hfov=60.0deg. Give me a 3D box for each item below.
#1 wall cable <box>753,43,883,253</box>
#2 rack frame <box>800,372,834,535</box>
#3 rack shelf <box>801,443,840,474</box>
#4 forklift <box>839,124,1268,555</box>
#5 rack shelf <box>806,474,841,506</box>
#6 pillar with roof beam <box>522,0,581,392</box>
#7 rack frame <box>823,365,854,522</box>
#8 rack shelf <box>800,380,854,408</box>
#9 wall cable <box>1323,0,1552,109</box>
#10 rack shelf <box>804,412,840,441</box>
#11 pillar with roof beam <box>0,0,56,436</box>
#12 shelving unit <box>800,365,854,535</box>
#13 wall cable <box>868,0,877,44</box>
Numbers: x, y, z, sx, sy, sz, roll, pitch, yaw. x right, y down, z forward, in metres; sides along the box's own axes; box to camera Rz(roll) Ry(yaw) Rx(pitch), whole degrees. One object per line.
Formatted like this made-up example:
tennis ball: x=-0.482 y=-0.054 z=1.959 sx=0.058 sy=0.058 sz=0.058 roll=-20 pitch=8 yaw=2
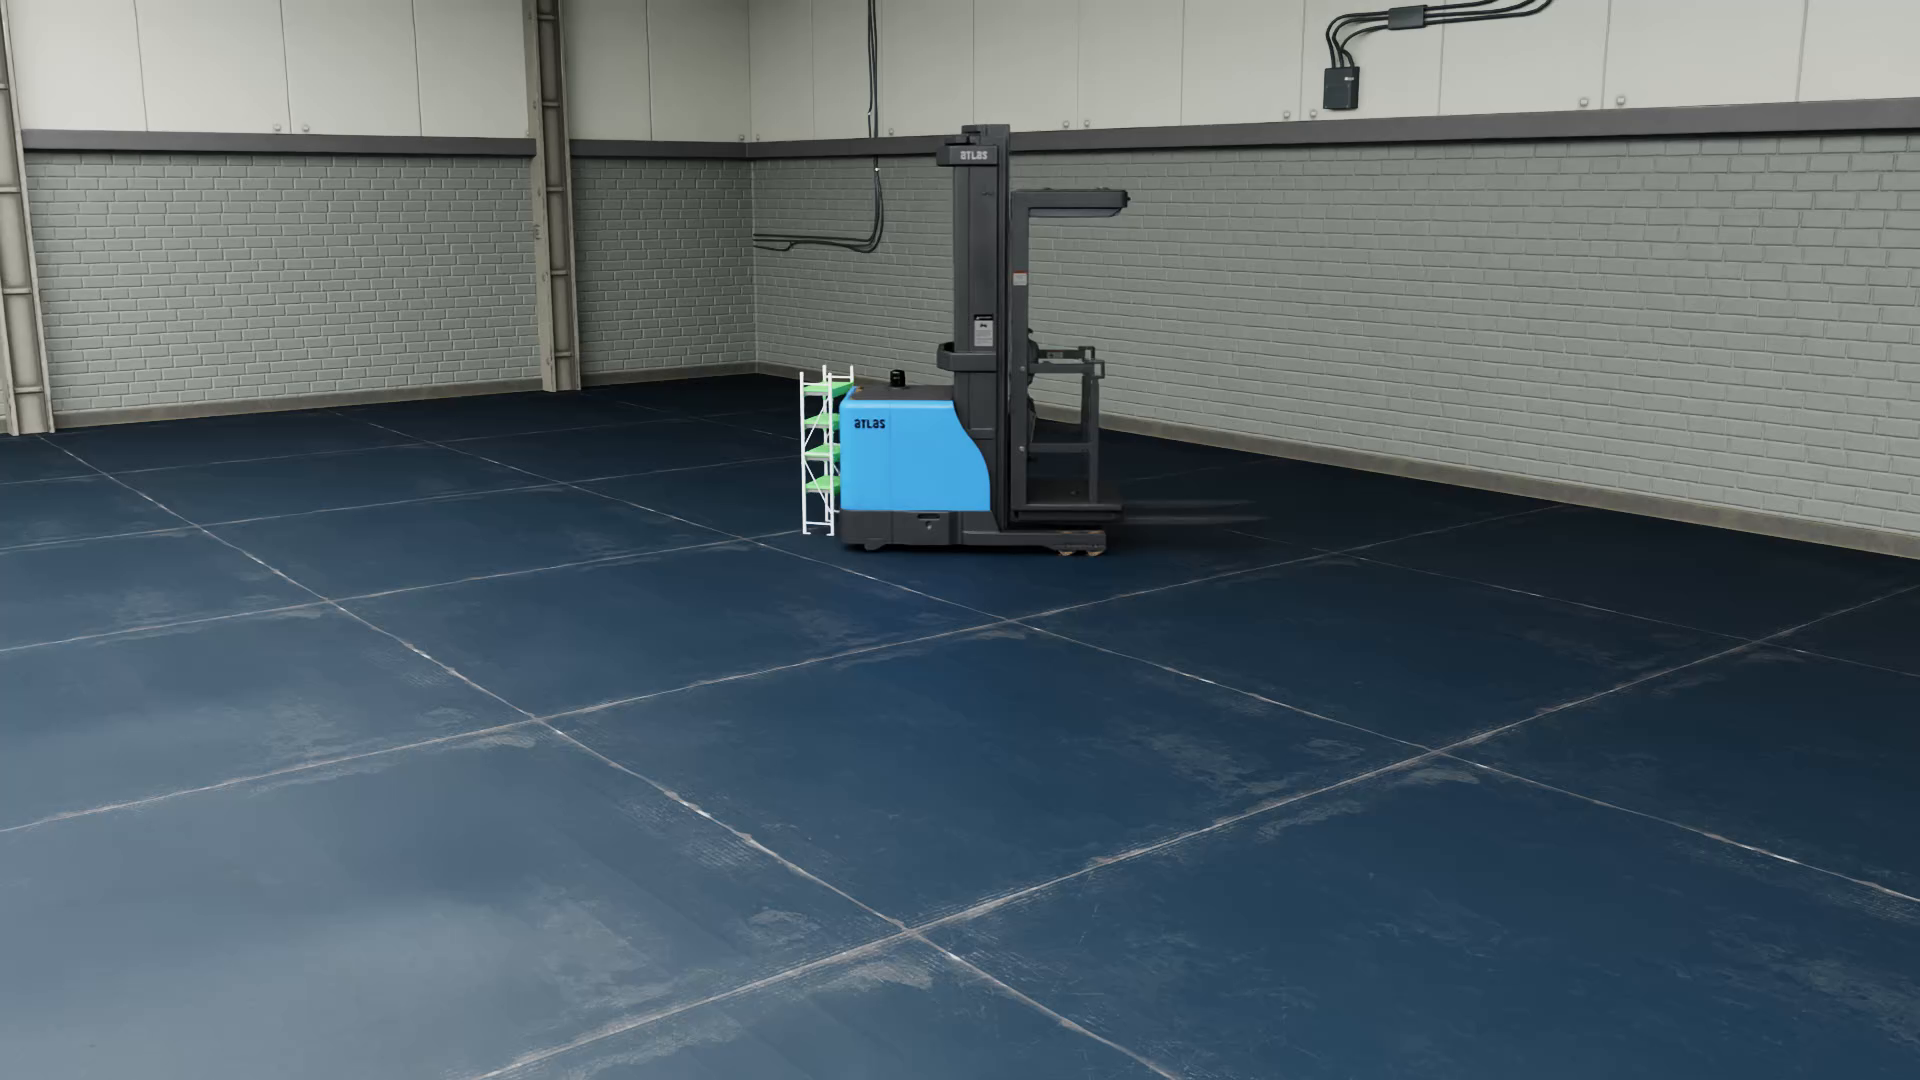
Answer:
wall cable: x=-1.932 y=-4.960 z=21.296 sx=0.112 sy=2.526 sz=3.097 roll=-9 pitch=15 yaw=-38
rack frame: x=-1.047 y=-0.628 z=12.199 sx=0.240 sy=1.200 sz=0.015 roll=3 pitch=12 yaw=15
rack shelf: x=-0.982 y=-0.615 z=12.442 sx=0.258 sy=0.148 sz=0.480 roll=3 pitch=12 yaw=15
forklift: x=0.669 y=-1.439 z=11.848 sx=3.031 sy=2.935 sz=1.130 roll=0 pitch=12 yaw=1
rack shelf: x=-0.982 y=-0.380 z=12.492 sx=0.258 sy=0.148 sz=0.480 roll=3 pitch=12 yaw=15
pillar with roof beam: x=-2.369 y=-5.612 z=16.895 sx=0.400 sy=9.000 sz=9.100 roll=-9 pitch=15 yaw=-38
rack frame: x=-0.918 y=-0.726 z=12.659 sx=0.240 sy=1.200 sz=0.015 roll=3 pitch=12 yaw=15
rack shelf: x=-0.982 y=-1.084 z=12.343 sx=0.258 sy=0.148 sz=0.480 roll=3 pitch=12 yaw=15
wall cable: x=3.986 y=-6.600 z=13.359 sx=0.169 sy=6.003 sz=2.305 roll=-9 pitch=15 yaw=-38
rack shelf: x=-0.982 y=-0.849 z=12.392 sx=0.258 sy=0.148 sz=0.480 roll=3 pitch=12 yaw=15
pillar with roof beam: x=-7.054 y=-4.834 z=13.229 sx=0.400 sy=9.000 sz=9.100 roll=-9 pitch=15 yaw=-38
shelving unit: x=-0.982 y=-0.677 z=12.429 sx=0.258 sy=1.200 sz=0.503 roll=3 pitch=12 yaw=15
wall cable: x=-0.242 y=-6.991 z=18.705 sx=0.112 sy=2.526 sz=3.097 roll=-9 pitch=15 yaw=-38
